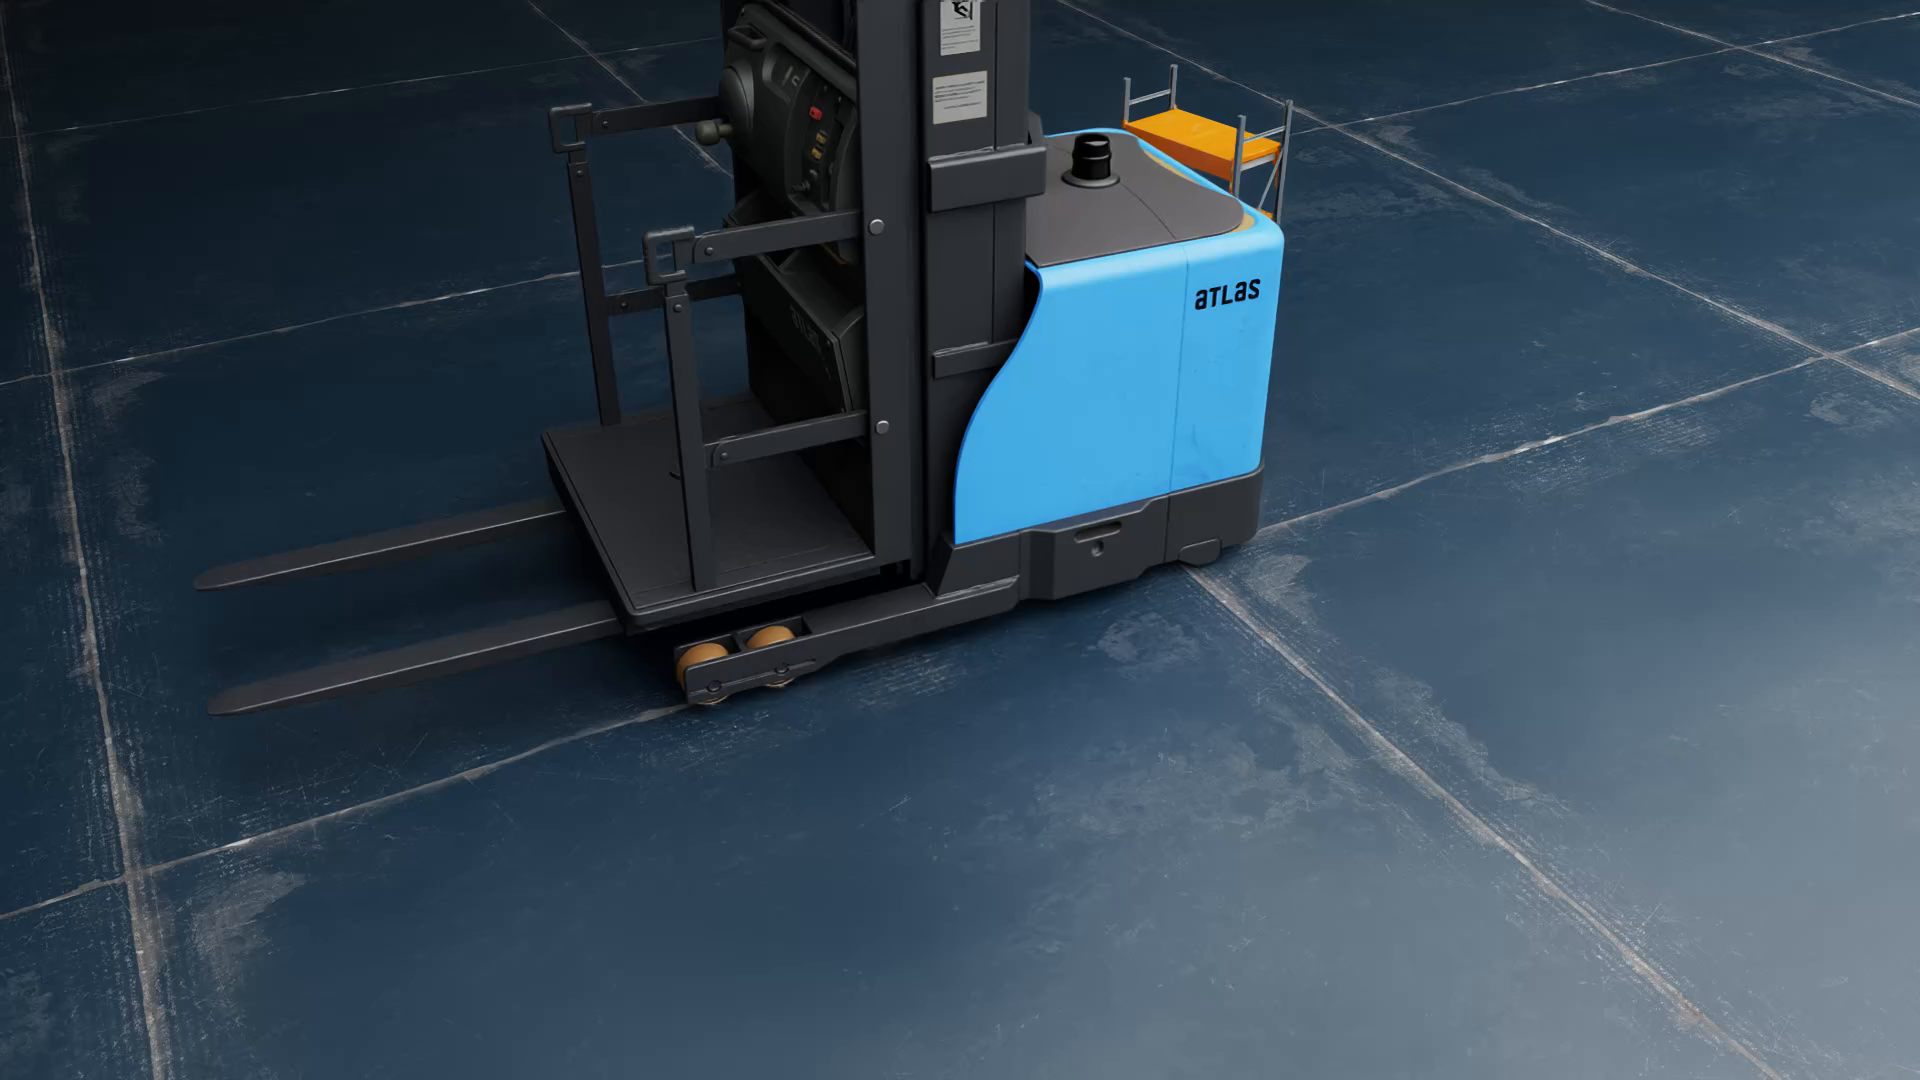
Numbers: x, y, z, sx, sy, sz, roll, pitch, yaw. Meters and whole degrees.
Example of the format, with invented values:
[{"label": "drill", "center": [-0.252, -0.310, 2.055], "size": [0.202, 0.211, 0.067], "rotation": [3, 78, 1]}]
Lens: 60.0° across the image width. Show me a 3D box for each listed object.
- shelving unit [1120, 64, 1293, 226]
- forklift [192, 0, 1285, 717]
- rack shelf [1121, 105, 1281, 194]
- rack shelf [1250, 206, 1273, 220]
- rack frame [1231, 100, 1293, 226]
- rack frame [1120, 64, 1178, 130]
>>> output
[{"label": "shelving unit", "center": [0.777, -0.915, 5.566], "size": [0.258, 1.200, 0.503], "rotation": [-25, 40, -33]}, {"label": "forklift", "center": [-0.637, -1.109, 4.264], "size": [3.031, 2.935, 1.130], "rotation": [-14, 35, -20]}, {"label": "rack shelf", "center": [0.777, -1.246, 5.354], "size": [0.258, 0.148, 0.480], "rotation": [-25, 40, -33]}, {"label": "rack shelf", "center": [0.777, -1.047, 5.482], "size": [0.258, 0.148, 0.480], "rotation": [-25, 40, -33]}, {"label": "rack frame", "center": [0.936, -0.815, 5.410], "size": [0.240, 1.200, 0.015], "rotation": [-25, 40, -33]}, {"label": "rack frame", "center": [0.619, -1.015, 5.722], "size": [0.240, 1.200, 0.015], "rotation": [-25, 40, -33]}]
